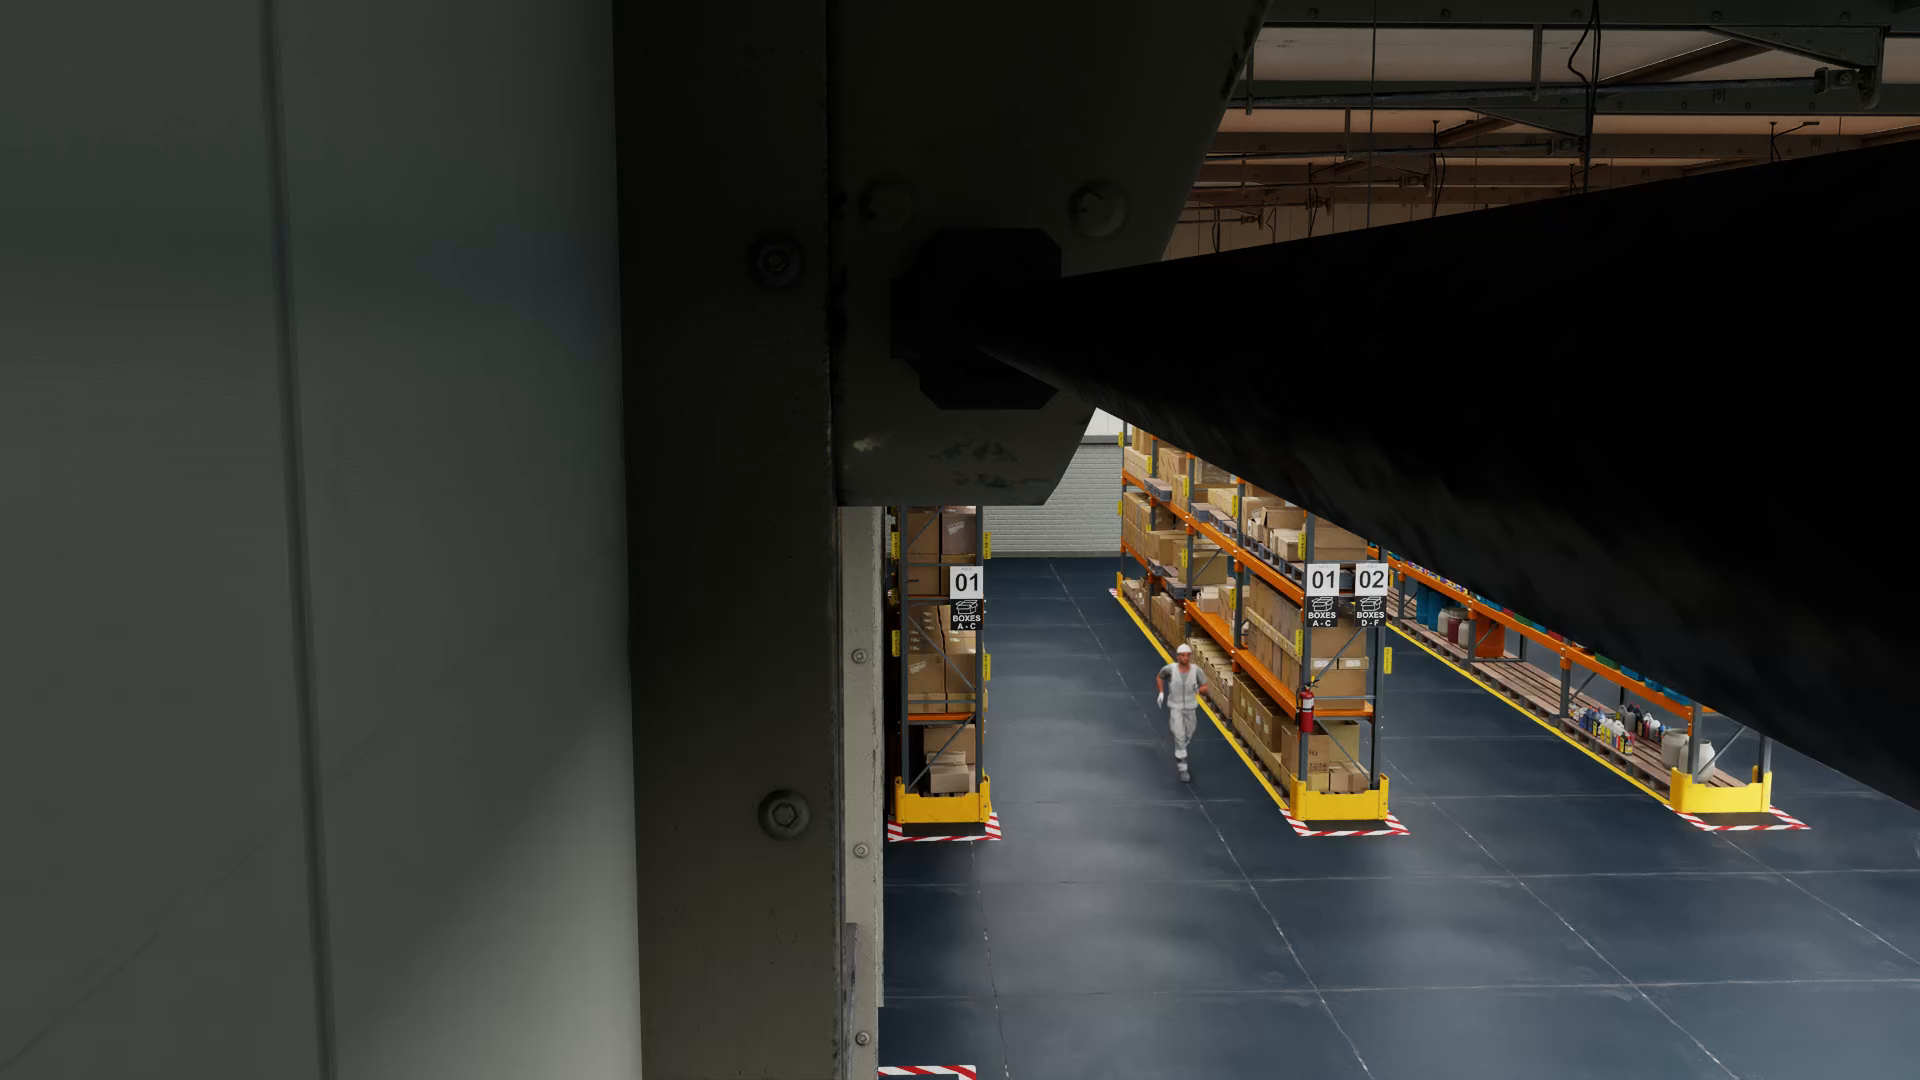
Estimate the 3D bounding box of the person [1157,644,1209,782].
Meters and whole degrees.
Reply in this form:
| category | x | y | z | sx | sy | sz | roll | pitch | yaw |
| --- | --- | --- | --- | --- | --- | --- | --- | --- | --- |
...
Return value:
| category | x | y | z | sx | sy | sz | roll | pitch | yaw |
| --- | --- | --- | --- | --- | --- | --- | --- | --- | --- |
| person | 3.005 | 2.268 | 22.432 | 0.662 | 1.776 | 0.997 | 0 | 8 | -3 |
